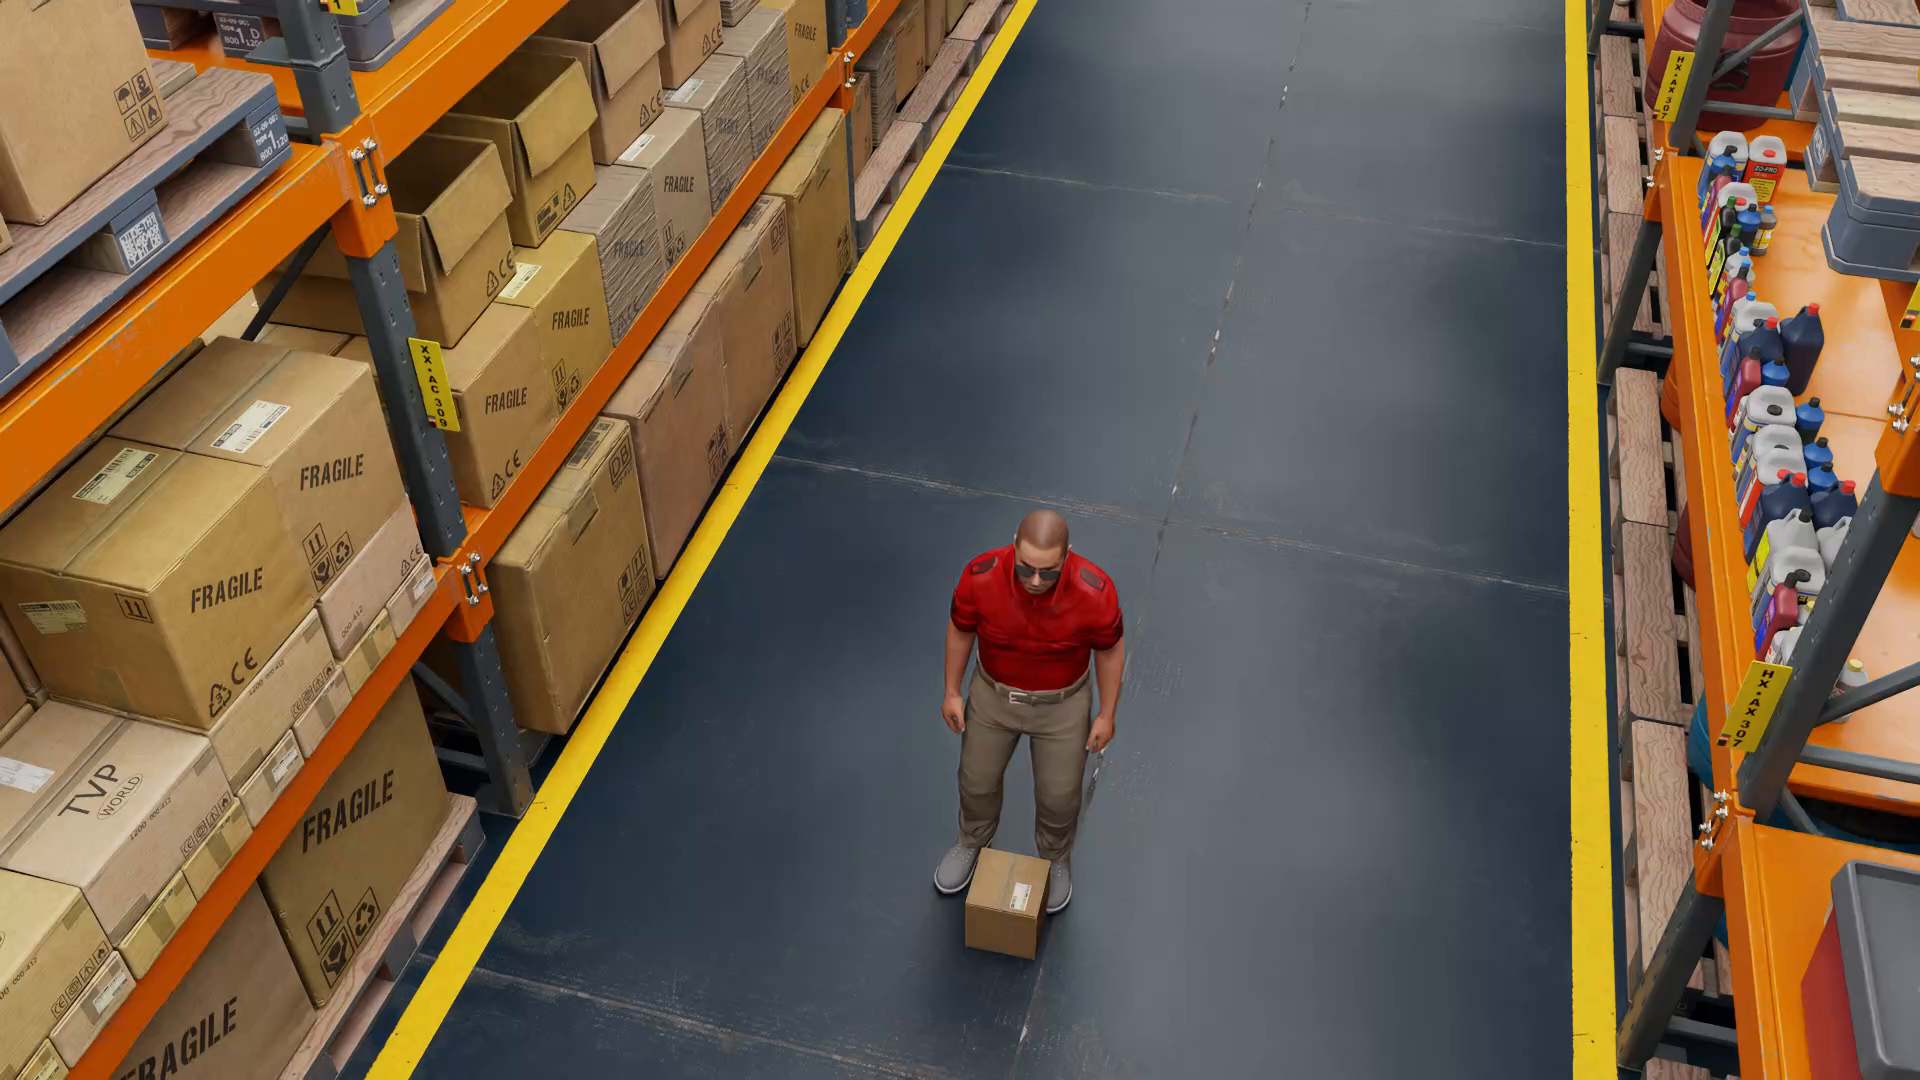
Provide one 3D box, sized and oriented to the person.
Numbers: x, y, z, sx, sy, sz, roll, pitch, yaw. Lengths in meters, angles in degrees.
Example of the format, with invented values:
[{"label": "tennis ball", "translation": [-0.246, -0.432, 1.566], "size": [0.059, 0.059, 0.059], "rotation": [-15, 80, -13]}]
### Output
[{"label": "person", "translation": [0.227, 0.546, 5.535], "size": [0.604, 1.726, 0.394], "rotation": [8, 41, 9]}]
